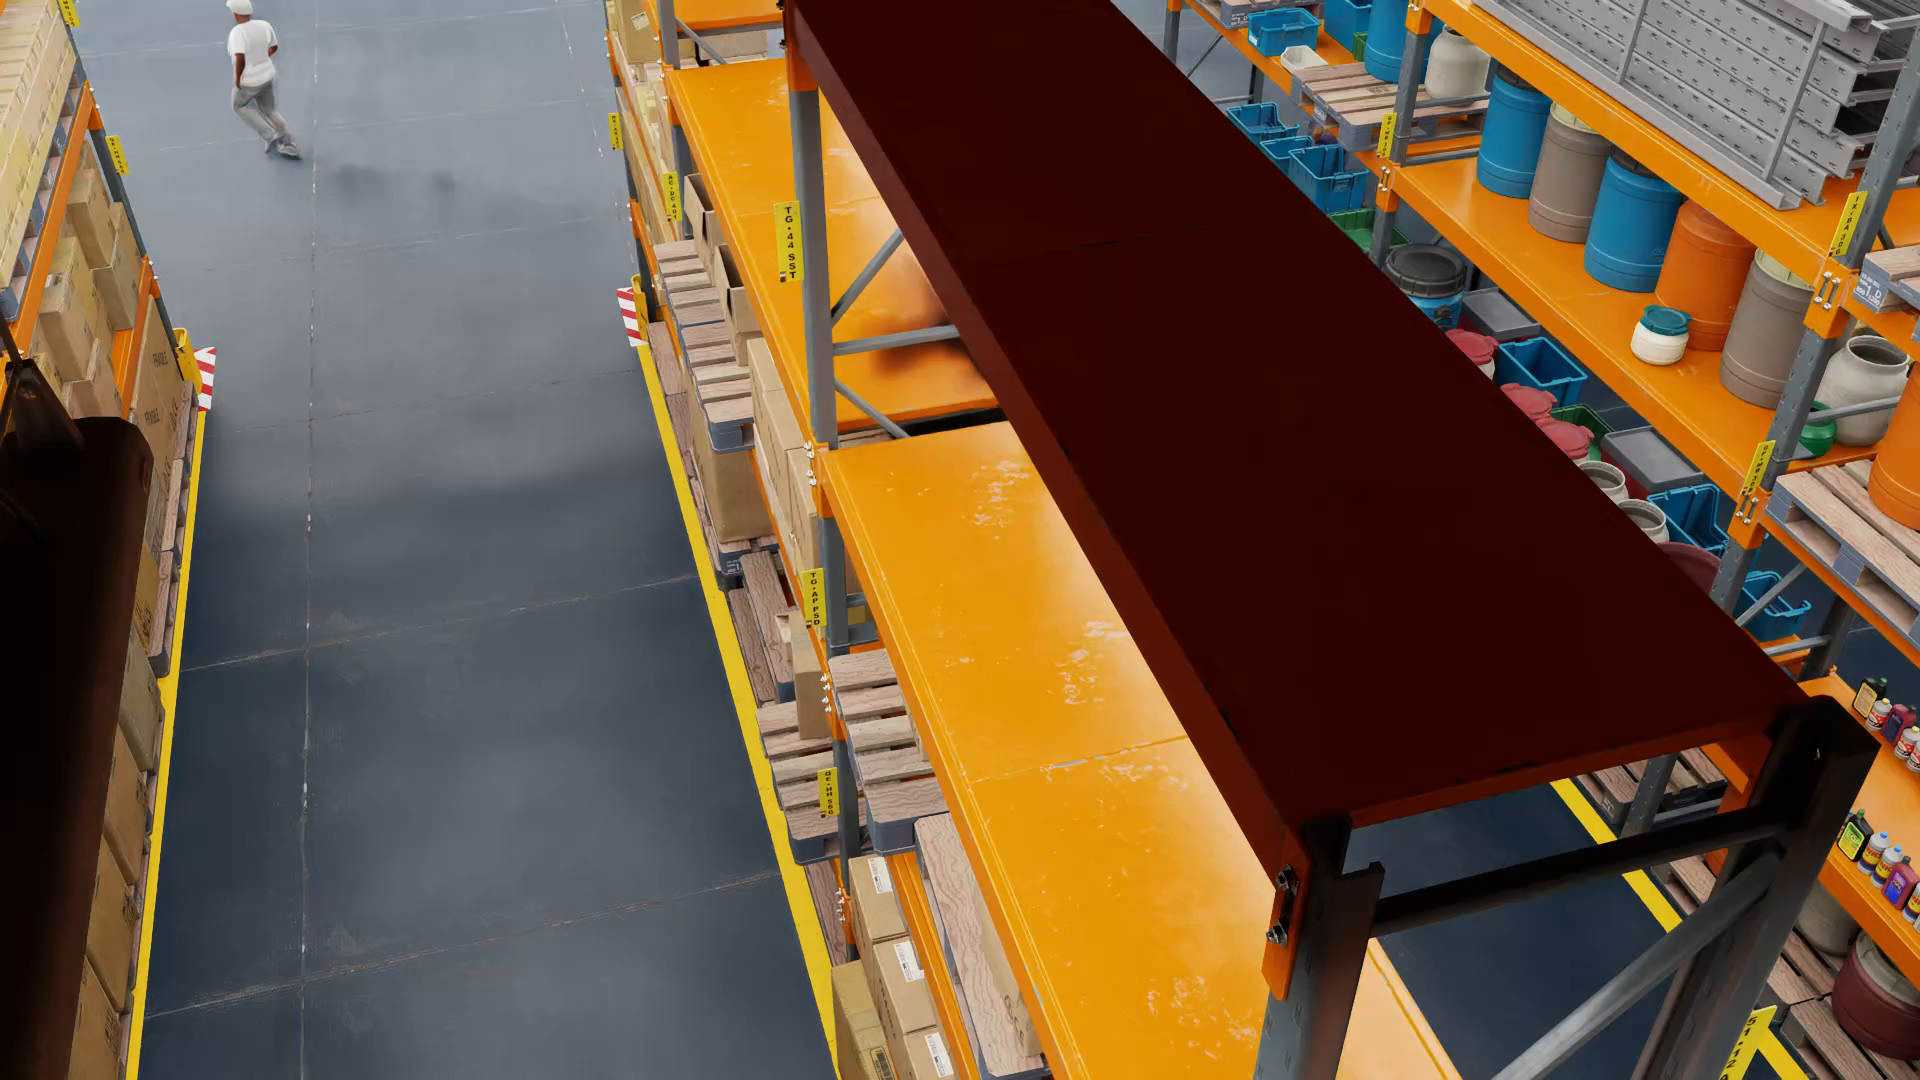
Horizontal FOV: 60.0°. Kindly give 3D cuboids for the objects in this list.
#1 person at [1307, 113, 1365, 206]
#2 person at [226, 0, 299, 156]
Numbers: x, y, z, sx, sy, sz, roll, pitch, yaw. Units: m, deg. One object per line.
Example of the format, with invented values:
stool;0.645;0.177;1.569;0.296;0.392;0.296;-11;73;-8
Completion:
person;3.605;-3.899;16.465;0.671;1.598;0.818;-26;45;-29
person;-7.476;-4.902;17.606;0.617;1.725;0.702;17;42;21
